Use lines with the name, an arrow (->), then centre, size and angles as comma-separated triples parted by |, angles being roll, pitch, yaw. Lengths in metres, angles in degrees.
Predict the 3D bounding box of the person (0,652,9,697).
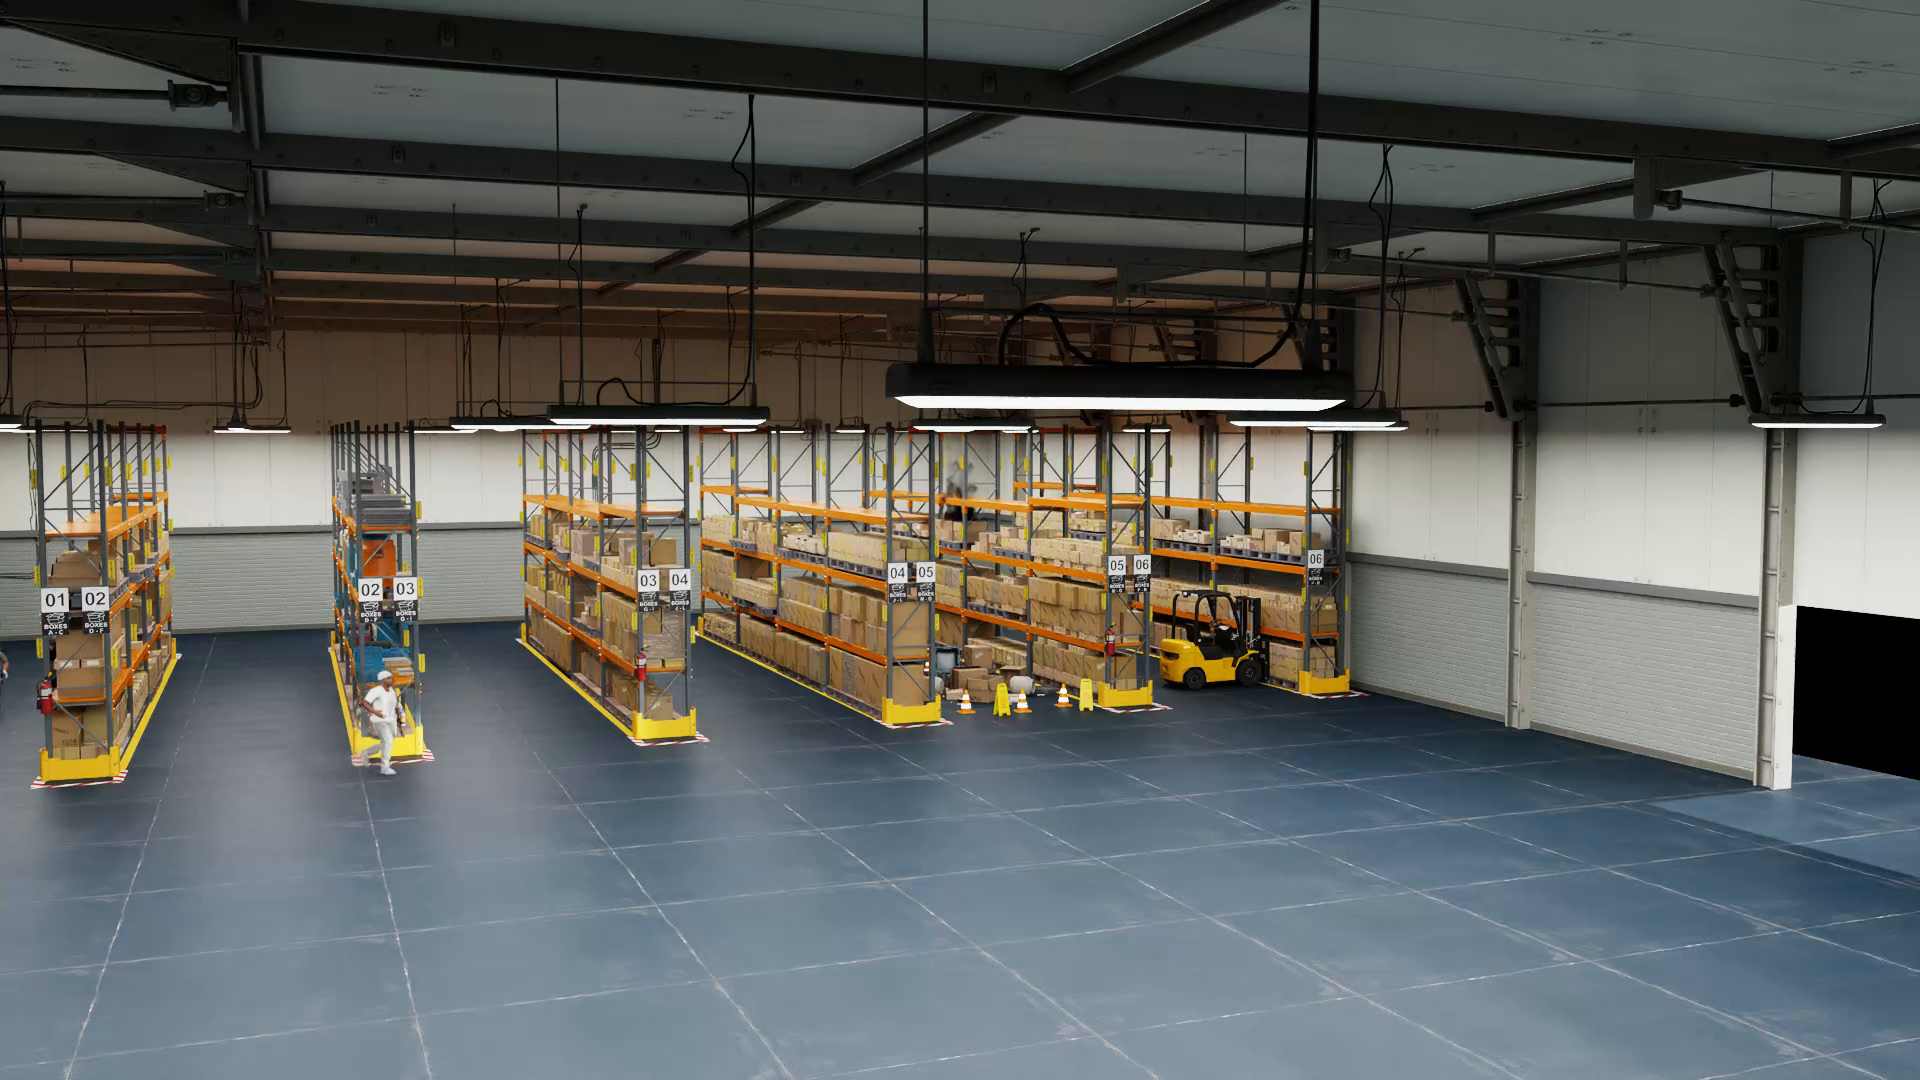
person -> -19.108, 2.791, 32.746 | 0.672, 1.765, 0.915 | -2, 4, -31

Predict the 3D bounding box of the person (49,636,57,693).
person -> -19.445, 2.605, 35.781 | 0.660, 1.710, 0.955 | -2, 4, -31

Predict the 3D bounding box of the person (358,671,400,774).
person -> -9.891, 3.102, 28.417 | 0.783, 1.738, 0.747 | 1, 4, 16
